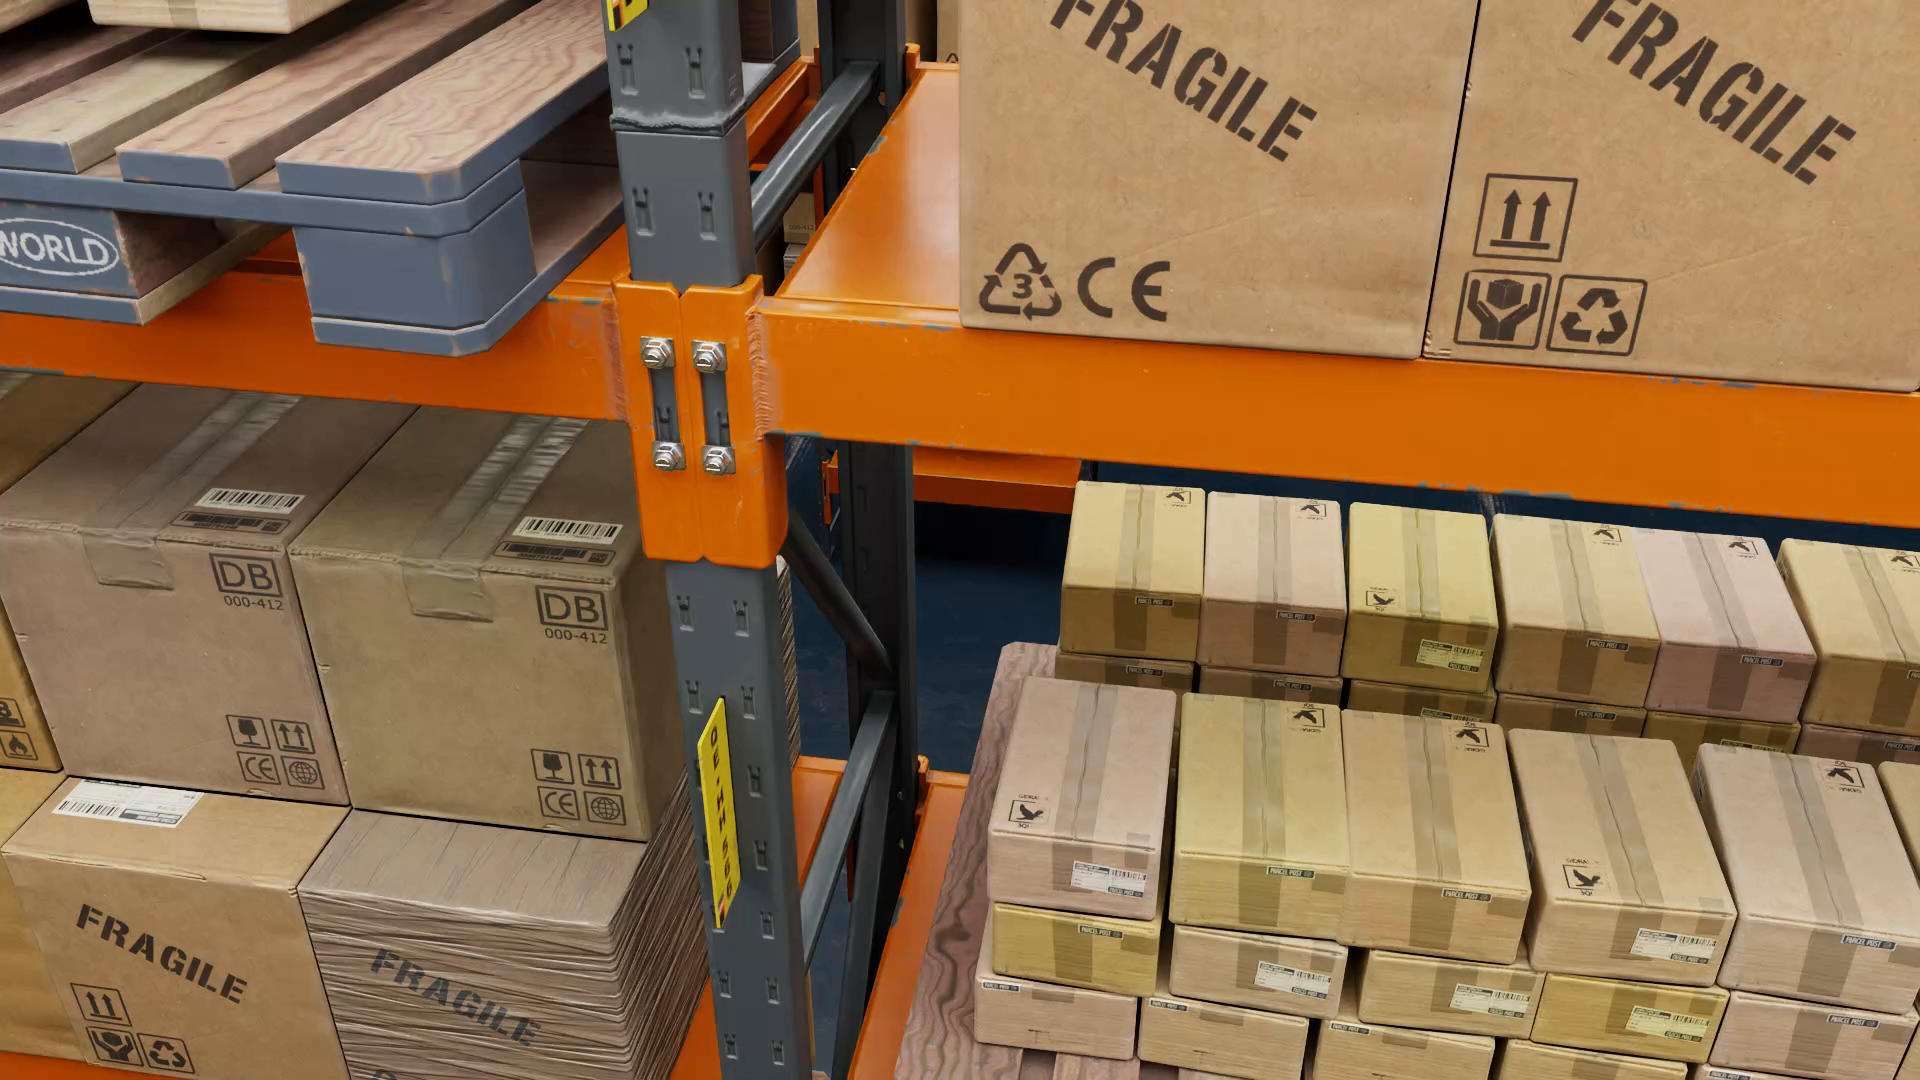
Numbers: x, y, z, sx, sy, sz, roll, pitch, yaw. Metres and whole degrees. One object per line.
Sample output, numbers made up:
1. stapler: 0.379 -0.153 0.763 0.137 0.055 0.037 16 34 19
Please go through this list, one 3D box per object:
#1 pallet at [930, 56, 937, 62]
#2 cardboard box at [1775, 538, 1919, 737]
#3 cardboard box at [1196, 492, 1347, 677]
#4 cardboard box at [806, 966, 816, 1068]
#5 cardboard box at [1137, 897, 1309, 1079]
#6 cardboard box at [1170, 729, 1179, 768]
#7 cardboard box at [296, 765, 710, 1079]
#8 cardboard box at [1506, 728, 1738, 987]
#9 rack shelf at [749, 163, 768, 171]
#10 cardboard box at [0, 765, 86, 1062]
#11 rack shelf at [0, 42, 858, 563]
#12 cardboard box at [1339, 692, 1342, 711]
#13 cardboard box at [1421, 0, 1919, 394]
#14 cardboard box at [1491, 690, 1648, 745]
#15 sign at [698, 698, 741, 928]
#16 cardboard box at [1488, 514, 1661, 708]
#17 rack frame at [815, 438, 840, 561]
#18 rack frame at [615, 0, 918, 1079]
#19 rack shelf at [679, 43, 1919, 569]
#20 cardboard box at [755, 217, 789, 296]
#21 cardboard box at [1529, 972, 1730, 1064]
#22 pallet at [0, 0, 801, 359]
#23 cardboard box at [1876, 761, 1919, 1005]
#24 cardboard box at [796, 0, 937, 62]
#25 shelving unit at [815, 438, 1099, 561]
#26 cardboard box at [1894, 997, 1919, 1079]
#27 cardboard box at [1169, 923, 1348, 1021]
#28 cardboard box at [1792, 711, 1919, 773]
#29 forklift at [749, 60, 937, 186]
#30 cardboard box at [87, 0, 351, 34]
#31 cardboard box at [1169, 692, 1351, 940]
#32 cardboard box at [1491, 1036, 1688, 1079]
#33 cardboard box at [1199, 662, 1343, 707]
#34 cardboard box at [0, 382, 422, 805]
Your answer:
1. pallet: -0.019 -1.940 7.204 1.003 0.211 1.213 5 32 8
2. cardboard box: 1.602 0.168 2.934 0.250 0.149 0.380 7 33 11
3. cardboard box: 0.575 0.075 3.083 0.250 0.149 0.380 5 32 8
4. cardboard box: -0.818 1.246 3.658 0.750 0.750 1.050 5 32 8
5. cardboard box: 0.439 0.669 2.694 0.250 0.149 0.380 7 33 11
6. cardboard box: 0.331 0.303 3.279 0.250 0.149 0.380 6 32 9
7. cardboard box: -0.722 0.629 2.823 0.500 0.500 0.500 5 32 8
8. cardboard box: 0.958 0.461 2.467 0.250 0.149 0.380 4 32 6
9. rack shelf: -1.270 -1.887 7.616 4.000 0.370 1.077 5 32 8
10. cardboard box: -1.706 0.539 2.967 0.500 0.500 0.500 5 32 7
11. rack shelf: -2.204 -0.574 2.690 4.000 0.370 1.077 5 32 8
12. cardboard box: 0.829 0.349 3.206 0.250 0.149 0.380 6 32 9
13. cardboard box: 0.780 -0.511 1.819 0.500 0.500 0.500 5 32 8
14. cardboard box: 1.101 0.247 3.088 0.250 0.149 0.380 5 32 8
15. sign: -0.323 0.371 2.239 0.005 0.325 0.100 5 32 8
16. cardboard box: 1.097 0.120 3.011 0.250 0.149 0.380 6 33 10
17. rack frame: -0.494 -0.522 6.523 0.032 1.125 0.500 5 32 8
18. rack frame: -0.232 0.571 3.010 0.127 3.000 1.000 5 32 8
19. rack shelf: 1.739 -0.217 2.120 4.000 0.370 1.077 5 32 8
20. cardboard box: -1.071 -1.280 7.909 0.500 0.500 0.700 8 33 12
21. cardboard box: 0.990 0.589 2.542 0.250 0.149 0.380 5 32 8
22. pallet: -0.876 -0.650 2.312 1.003 0.211 1.213 7 33 10
23. cardboard box: 1.486 0.507 2.394 0.250 0.149 0.380 6 33 10
24. cardboard box: -0.405 -2.259 7.042 0.500 0.500 0.700 10 33 15
25. shelving unit: 0.007 -0.476 6.451 1.048 1.125 0.538 5 32 8
26. cardboard box: 1.480 0.636 2.467 0.250 0.149 0.380 5 32 8
27. cardboard box: 0.478 0.545 2.613 0.250 0.149 0.380 7 33 11
28. cardboard box: 1.603 0.294 3.014 0.250 0.149 0.380 6 33 9
29. forklift: -0.476 -2.928 8.666 3.031 2.935 1.130 5 32 9
30. cardboard box: -0.860 -0.760 2.040 0.250 0.166 0.380 5 32 8
31. cardboard box: 0.456 0.413 2.544 0.250 0.149 0.380 4 32 7
32. cardboard box: 0.971 0.716 2.619 0.250 0.149 0.380 7 33 10
33. cardboard box: 0.594 0.203 3.160 0.250 0.149 0.380 6 33 10
34. cardboard box: -1.172 0.015 2.862 0.500 0.500 0.700 5 32 8
